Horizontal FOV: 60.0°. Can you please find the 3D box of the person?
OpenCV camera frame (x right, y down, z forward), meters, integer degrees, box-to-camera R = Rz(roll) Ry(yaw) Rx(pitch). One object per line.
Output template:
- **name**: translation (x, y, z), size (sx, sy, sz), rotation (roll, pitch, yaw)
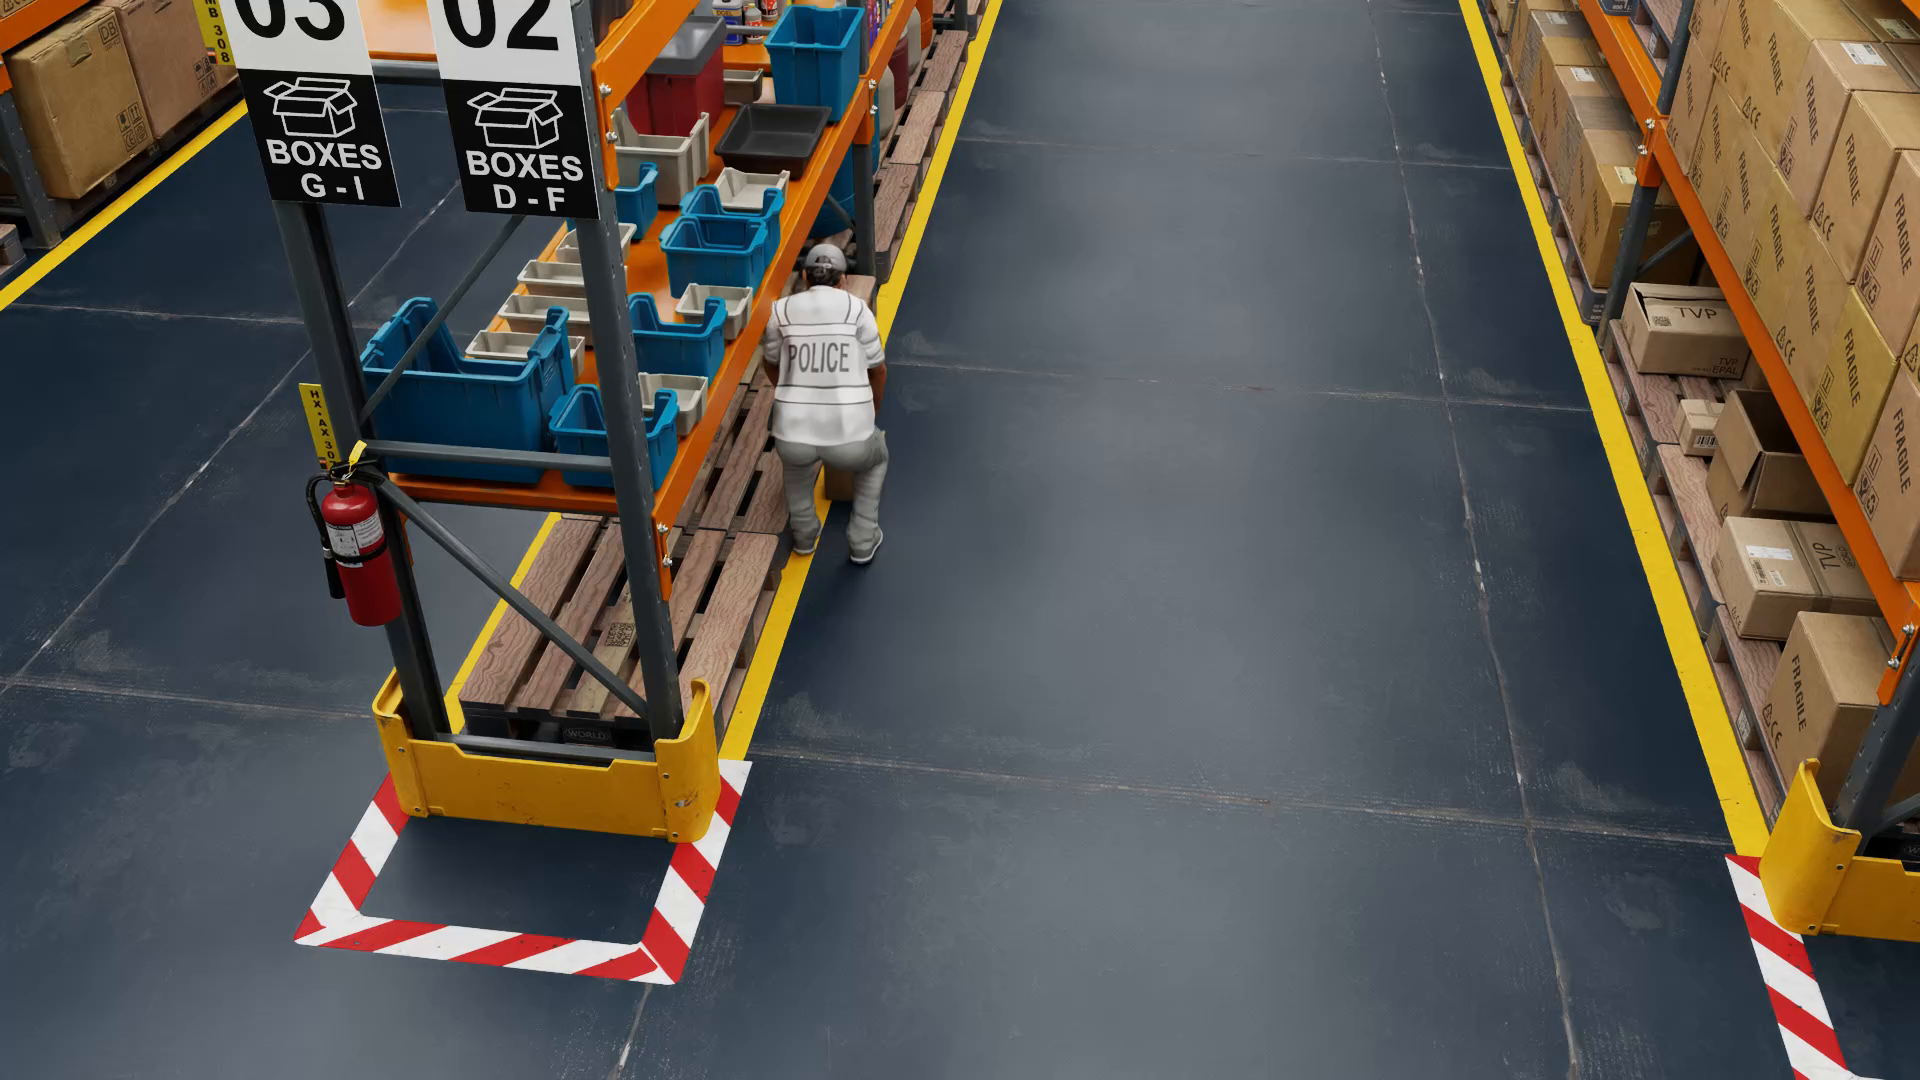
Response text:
- **person**: translation (-0.592, -0.547, 7.164), size (0.535, 1.351, 0.744), rotation (4, 37, 5)
